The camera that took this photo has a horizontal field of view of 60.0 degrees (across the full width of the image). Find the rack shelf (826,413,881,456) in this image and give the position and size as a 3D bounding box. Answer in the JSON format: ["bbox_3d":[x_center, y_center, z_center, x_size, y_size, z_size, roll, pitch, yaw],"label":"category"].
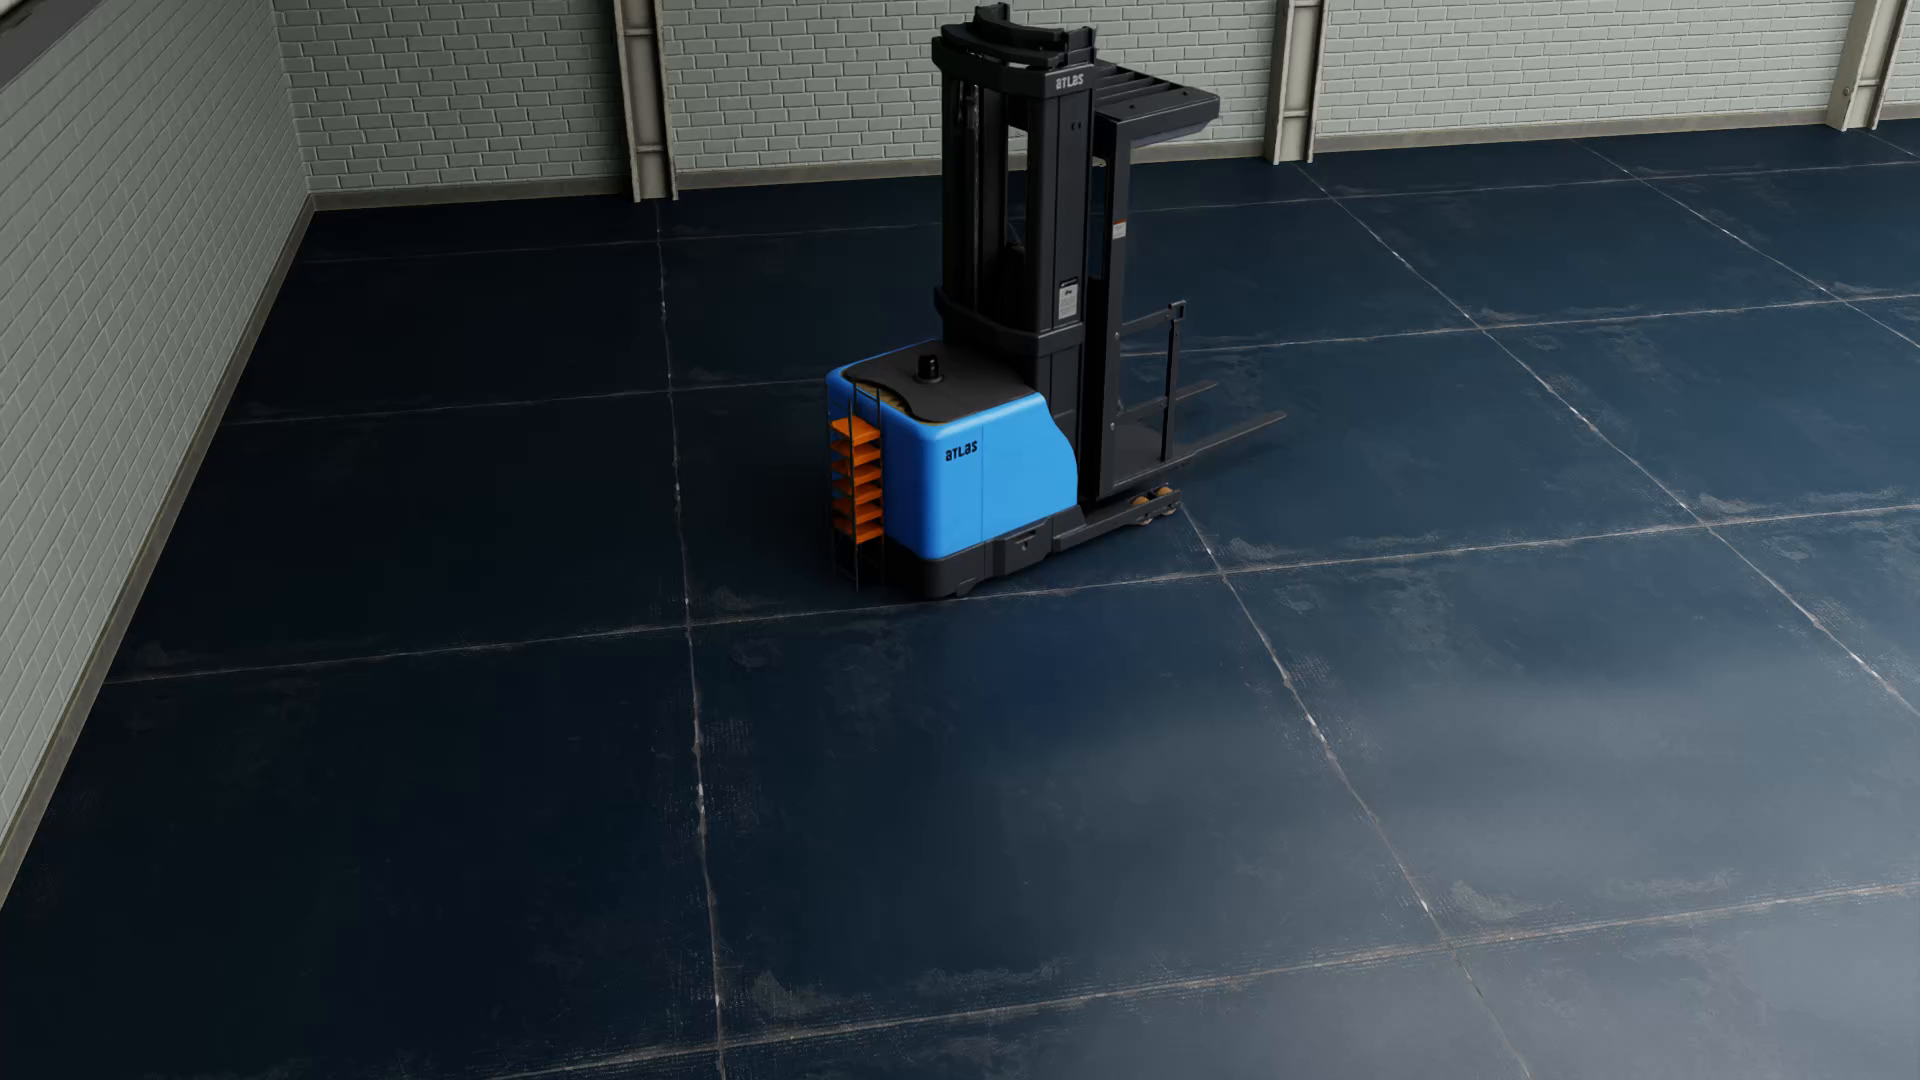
[{"bbox_3d":[-0.569,-0.568,8.910,0.180,0.103,0.258,-22,37,-32],"label":"rack shelf"}]

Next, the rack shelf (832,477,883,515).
[{"bbox_3d":[-0.569,-0.258,9.092,0.180,0.103,0.258,-22,37,-32],"label":"rack shelf"}]

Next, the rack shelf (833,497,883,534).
[{"bbox_3d":[-0.569,-0.154,9.153,0.180,0.103,0.258,-22,37,-32],"label":"rack shelf"}]

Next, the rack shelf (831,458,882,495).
[{"bbox_3d":[-0.569,-0.361,9.031,0.180,0.103,0.258,-22,37,-32],"label":"rack shelf"}]

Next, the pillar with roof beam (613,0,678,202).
[{"bbox_3d":[-1.980,-4.852,9.123,0.400,9.000,9.100,-5,31,-9],"label":"pillar with roof beam"}]

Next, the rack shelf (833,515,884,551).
[{"bbox_3d":[-0.569,-0.051,9.214,0.180,0.103,0.258,-22,37,-32],"label":"rack shelf"}]

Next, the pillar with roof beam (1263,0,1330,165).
[{"bbox_3d":[3.922,-5.399,10.055,0.400,9.000,9.100,-5,31,-9],"label":"pillar with roof beam"}]

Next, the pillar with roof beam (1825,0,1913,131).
[{"bbox_3d":[9.824,-5.947,10.986,0.400,9.000,9.100,-5,31,-9],"label":"pillar with roof beam"}]

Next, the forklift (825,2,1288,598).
[{"bbox_3d":[0.708,-1.543,9.482,3.031,2.935,1.130,-22,37,-32],"label":"forklift"}]

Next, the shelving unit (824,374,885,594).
[{"bbox_3d":[-0.569,-0.296,9.069,0.189,1.200,0.258,-22,37,-32],"label":"shelving unit"}]

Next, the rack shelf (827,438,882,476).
[{"bbox_3d":[-0.569,-0.464,8.970,0.180,0.103,0.258,-22,37,-32],"label":"rack shelf"}]

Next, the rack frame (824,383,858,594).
[{"bbox_3d":[-0.642,-0.267,9.021,0.006,1.200,0.240,-22,37,-32],"label":"rack frame"}]

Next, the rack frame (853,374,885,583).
[{"bbox_3d":[-0.497,-0.324,9.118,0.006,1.200,0.240,-22,37,-32],"label":"rack frame"}]
